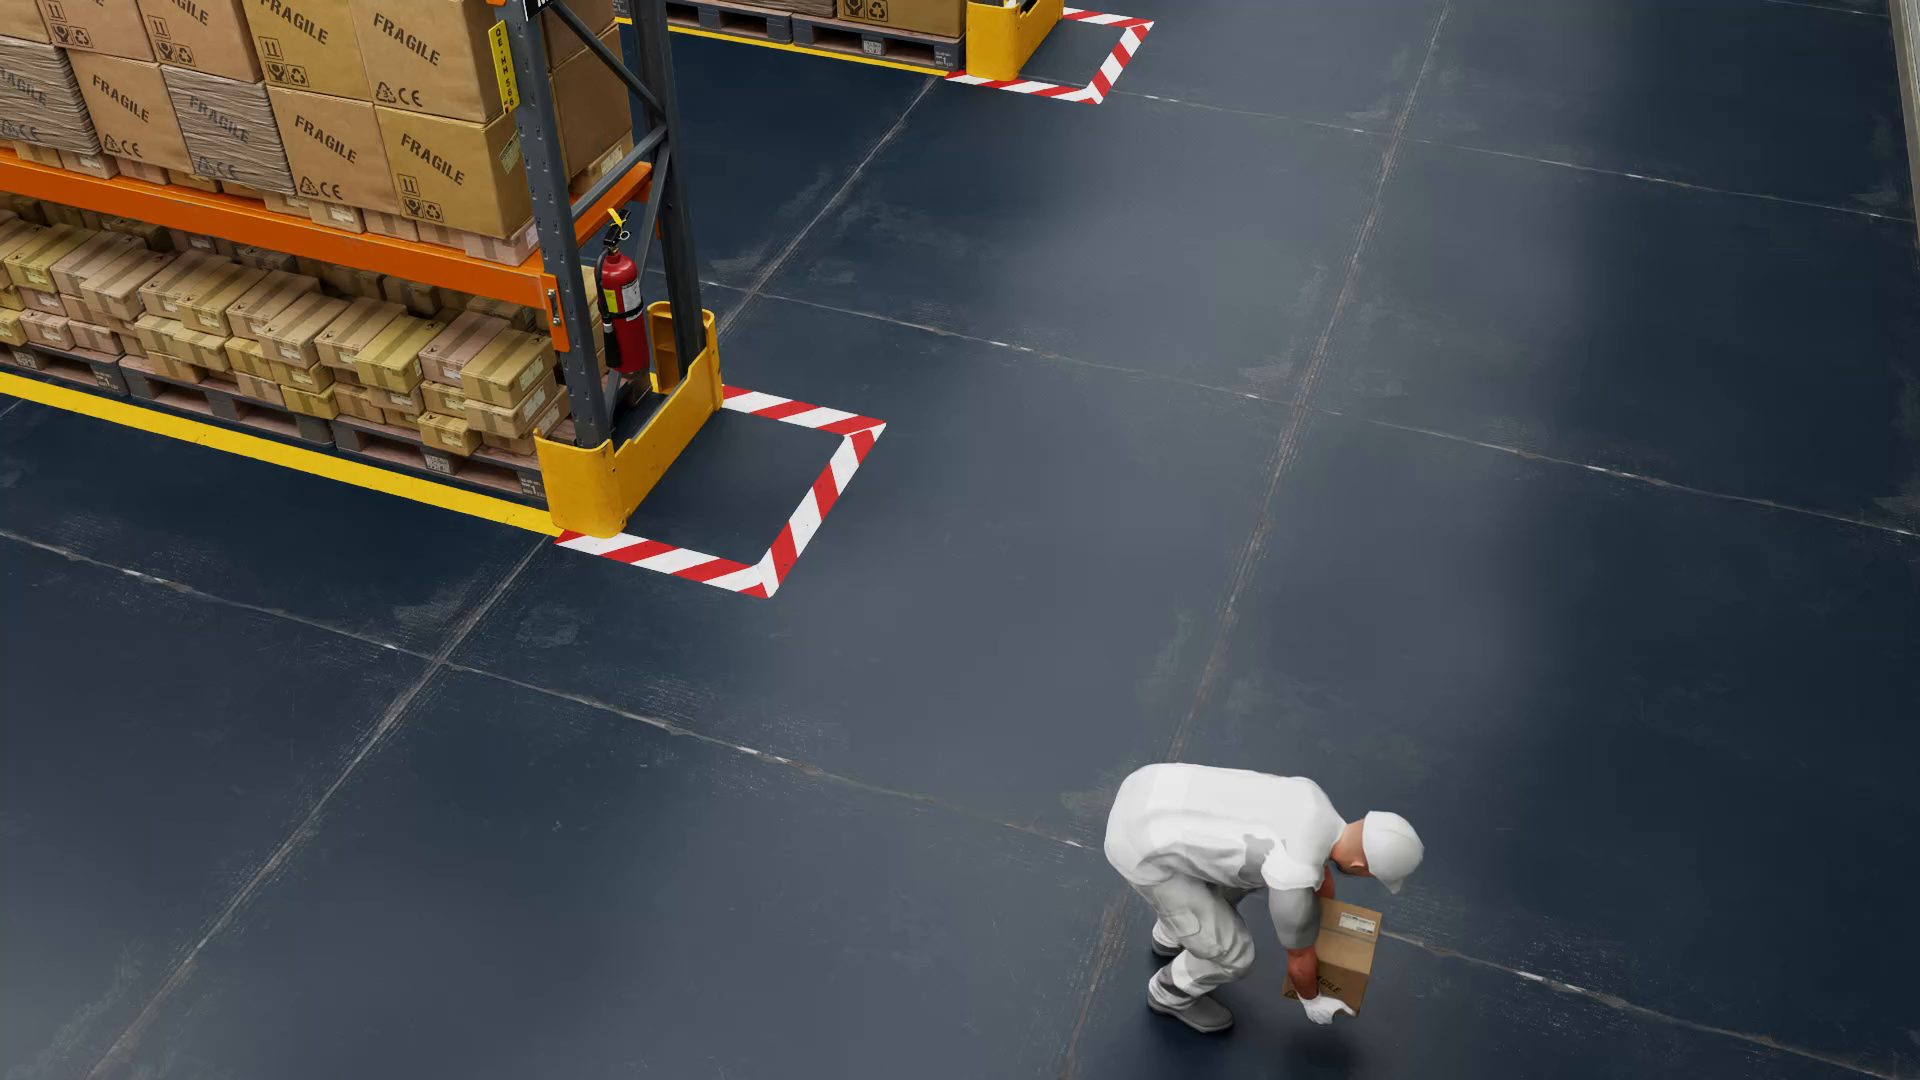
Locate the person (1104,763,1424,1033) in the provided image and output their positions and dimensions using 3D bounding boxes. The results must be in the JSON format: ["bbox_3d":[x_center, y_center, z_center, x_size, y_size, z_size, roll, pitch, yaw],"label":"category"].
[{"bbox_3d":[0.935,1.166,5.374,0.959,1.038,0.528,12,42,13],"label":"person"}]
